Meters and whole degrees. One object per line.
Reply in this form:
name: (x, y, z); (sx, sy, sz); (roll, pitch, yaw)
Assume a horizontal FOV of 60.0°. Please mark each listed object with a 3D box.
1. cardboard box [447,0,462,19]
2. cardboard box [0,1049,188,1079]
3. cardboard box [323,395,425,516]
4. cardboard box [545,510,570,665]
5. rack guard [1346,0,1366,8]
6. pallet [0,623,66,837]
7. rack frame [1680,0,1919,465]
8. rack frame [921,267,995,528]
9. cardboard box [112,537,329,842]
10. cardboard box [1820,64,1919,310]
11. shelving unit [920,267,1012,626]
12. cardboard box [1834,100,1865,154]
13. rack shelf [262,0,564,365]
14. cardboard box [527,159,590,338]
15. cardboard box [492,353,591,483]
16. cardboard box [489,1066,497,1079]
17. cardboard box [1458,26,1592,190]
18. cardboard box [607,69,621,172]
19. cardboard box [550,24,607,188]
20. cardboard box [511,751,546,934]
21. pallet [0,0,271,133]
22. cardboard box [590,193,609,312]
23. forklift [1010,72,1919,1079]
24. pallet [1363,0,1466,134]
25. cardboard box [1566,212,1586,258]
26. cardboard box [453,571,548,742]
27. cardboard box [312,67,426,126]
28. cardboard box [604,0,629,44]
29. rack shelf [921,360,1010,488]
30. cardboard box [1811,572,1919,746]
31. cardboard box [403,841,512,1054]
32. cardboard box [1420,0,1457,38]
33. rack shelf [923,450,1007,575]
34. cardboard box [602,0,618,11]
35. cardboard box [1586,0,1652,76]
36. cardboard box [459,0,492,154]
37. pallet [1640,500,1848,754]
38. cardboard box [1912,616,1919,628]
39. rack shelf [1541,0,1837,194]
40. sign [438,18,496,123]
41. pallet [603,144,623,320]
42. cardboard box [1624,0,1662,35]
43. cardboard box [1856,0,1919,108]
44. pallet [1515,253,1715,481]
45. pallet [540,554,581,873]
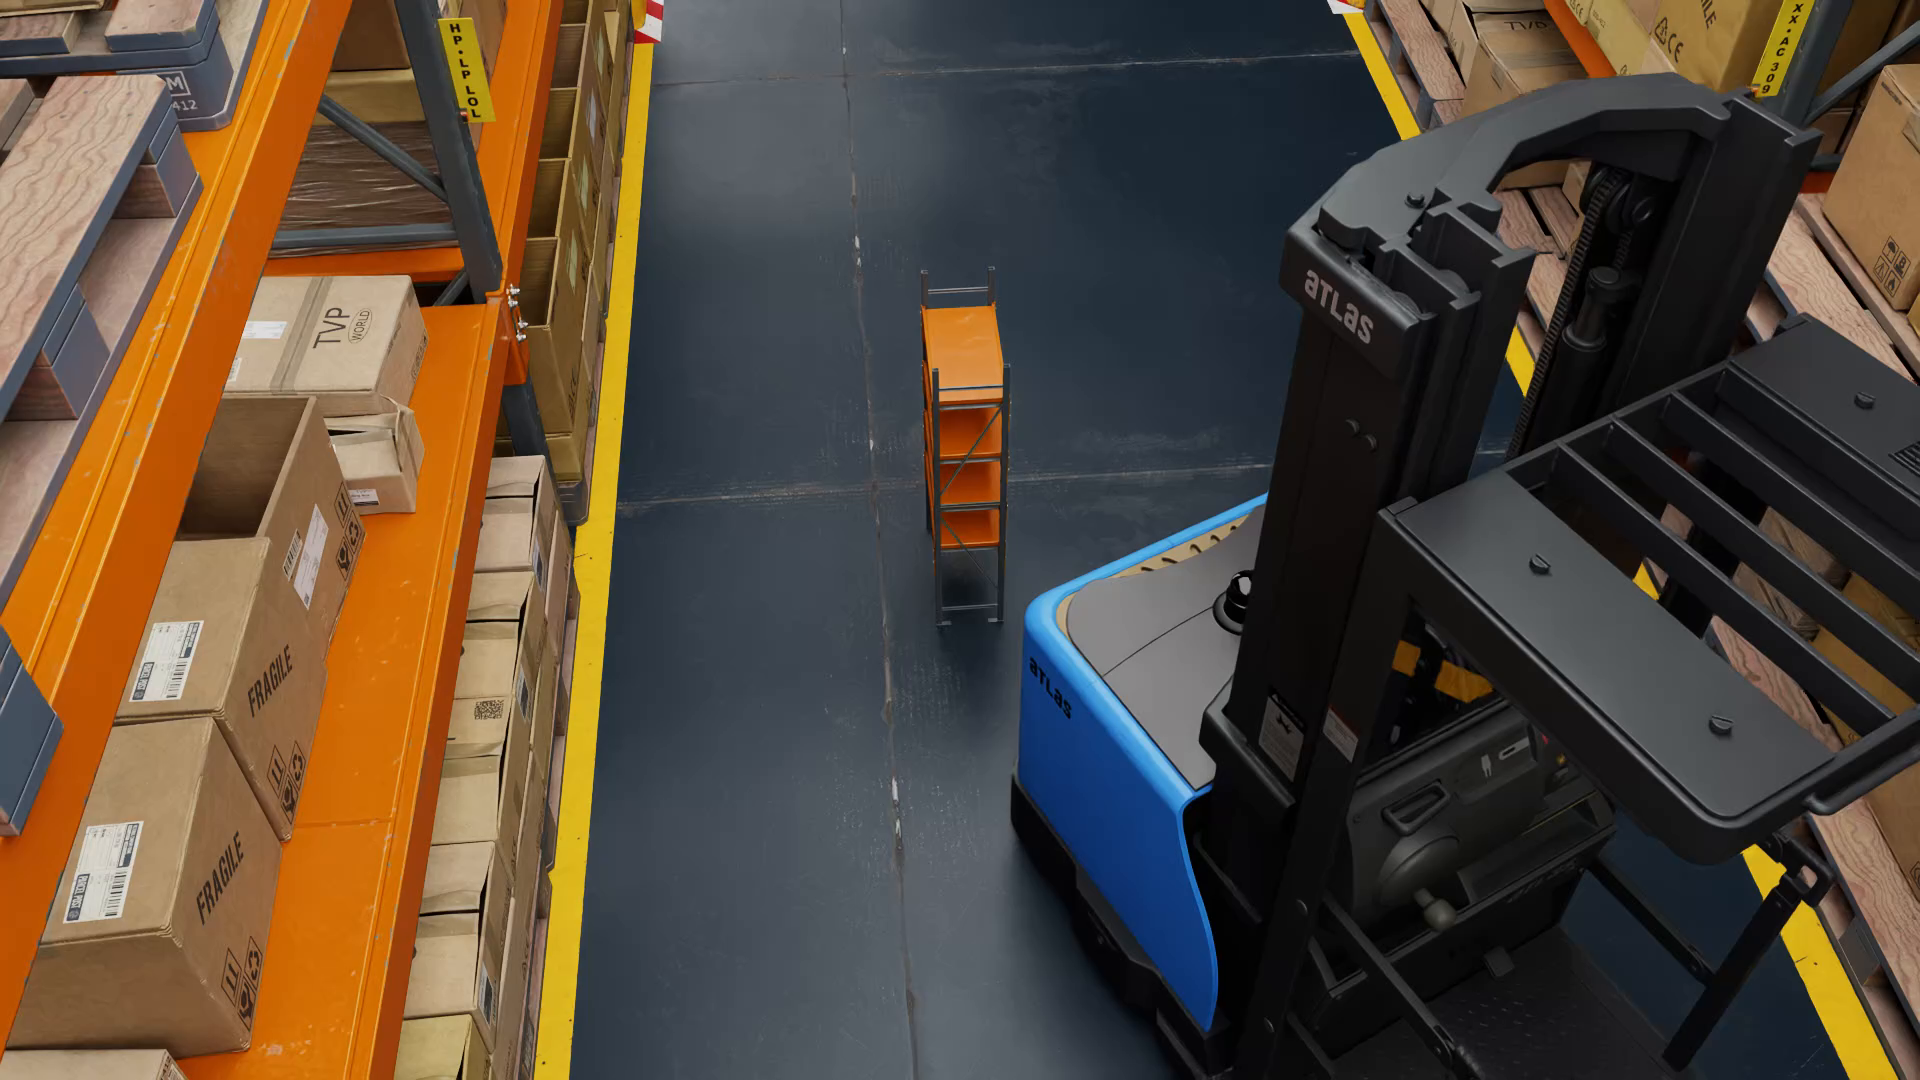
cardboard box: (-1.807, -1.743, 5.319); (0.380, 0.149, 0.250); (-5, 47, -4)
cardboard box: (-1.761, 1.150, 3.268); (0.380, 0.149, 0.250); (0, 47, 0)
cardboard box: (-1.676, -0.240, 4.504); (0.396, 0.266, 0.258); (-5, 47, -4)
cardboard box: (-1.609, 0.173, 5.625); (0.500, 0.250, 0.500); (-4, 47, -4)
rack guard: (2.675, -3.194, 8.931); (1.175, 0.500, 0.348); (-3, 47, -3)
pallet: (-1.744, 0.531, 1.745); (1.213, 0.211, 1.003); (-2, 47, -1)
rack frame: (3.003, -1.215, 5.334); (1.000, 3.000, 0.127); (-3, 47, -3)
rack frame: (-0.007, -0.469, 5.868); (0.240, 1.200, 0.015); (-3, 47, -3)
cardboard box: (-1.799, 0.355, 3.779); (0.500, 0.500, 0.500); (-3, 47, -3)
cardboard box: (3.012, -1.030, 4.788); (0.700, 0.500, 0.500); (-3, 47, -3)
shelving unit: (0.014, -0.293, 5.701); (0.258, 1.200, 0.503); (-3, 47, -3)
cardboard box: (3.177, -1.523, 5.716); (0.500, 0.250, 0.500); (-3, 47, -3)
rack shelf: (-2.100, -2.110, 6.678); (1.077, 0.370, 4.000); (-3, 47, -3)
cardboard box: (-1.709, -1.083, 6.298); (0.500, 0.500, 0.500); (-3, 47, -3)
cardboard box: (-1.670, -0.464, 6.228); (0.500, 0.250, 0.500); (-3, 47, -3)
cardboard box: (-1.442, 1.648, 4.228); (0.500, 0.250, 0.500); (-5, 47, -4)
cardboard box: (2.696, -1.948, 7.448); (0.700, 0.500, 0.500); (-6, 47, -6)
cardboard box: (-1.831, -1.911, 7.599); (0.500, 0.250, 0.500); (-3, 47, -3)
cardboard box: (-1.787, -1.807, 6.984); (0.500, 0.500, 0.500); (-3, 47, -3)
cardboard box: (-1.525, 0.909, 4.928); (0.500, 0.250, 0.500); (-3, 47, -2)
pallet: (-1.846, -1.239, 3.423); (0.805, 0.209, 1.217); (-5, 47, -5)
cardboard box: (-1.743, -1.188, 6.914); (0.500, 0.250, 0.500); (-3, 47, -3)
forklift: (1.342, 0.649, 3.617); (1.130, 2.935, 3.031); (-23, 51, -20)
pallet: (2.707, -2.505, 8.477); (1.003, 0.211, 1.213); (-3, 47, -3)
cardboard box: (2.876, -1.255, 6.791); (0.500, 0.500, 0.500); (-7, 47, -6)
cardboard box: (-1.563, 0.349, 5.072); (0.500, 0.311, 0.500); (-2, 47, -2)
cardboard box: (-1.762, -1.374, 4.970); (0.380, 0.149, 0.250); (-4, 47, -3)
cardboard box: (-1.928, -2.634, 8.283); (0.500, 0.250, 0.500); (-3, 47, -3)
rack shelf: (0.014, -0.400, 5.587); (0.258, 0.148, 0.480); (-3, 47, -3)
cardboard box: (3.175, 0.396, 5.228); (0.700, 0.500, 0.500); (-4, 47, -4)
cardboard box: (-1.486, 1.074, 4.385); (0.500, 0.311, 0.500); (-4, 47, -4)
cardboard box: (2.637, -2.829, 8.413); (0.500, 0.311, 0.500); (-8, 47, -8)
rack shelf: (0.014, -0.110, 5.894); (0.258, 0.148, 0.480); (-3, 47, -3)
cardboard box: (-1.926, -2.892, 8.011); (0.500, 0.500, 0.500); (-3, 47, -3)
cardboard box: (2.628, -1.855, 6.031); (0.500, 0.250, 0.500); (-3, 47, -3)
cardboard box: (-2.027, -1.647, 5.675); (0.700, 0.500, 0.500); (-4, 47, -4)
pallet: (3.070, 0.307, 5.813); (1.003, 0.211, 1.213); (-3, 47, -3)
cardboard box: (3.122, 0.086, 5.005); (0.500, 0.250, 0.500); (-4, 47, -4)
rack shelf: (2.836, -2.414, 6.966); (1.077, 0.370, 4.000); (-3, 47, -3)
sign: (-1.393, -1.322, 4.693); (0.100, 0.325, 0.005); (-3, 47, -3)
pallet: (-2.063, -1.415, 7.444); (1.003, 0.211, 1.213); (-3, 47, -3)
cardboard box: (2.608, -2.112, 5.757); (0.500, 0.500, 0.500); (-4, 47, -4)
cardboard box: (3.172, -1.781, 5.443); (0.500, 0.500, 0.500); (-4, 47, -4)
pallet: (2.912, -0.740, 6.805); (1.003, 0.211, 1.213); (-3, 47, -3)
pallet: (-1.832, 0.579, 5.557); (1.003, 0.211, 1.213); (-3, 47, -3)
